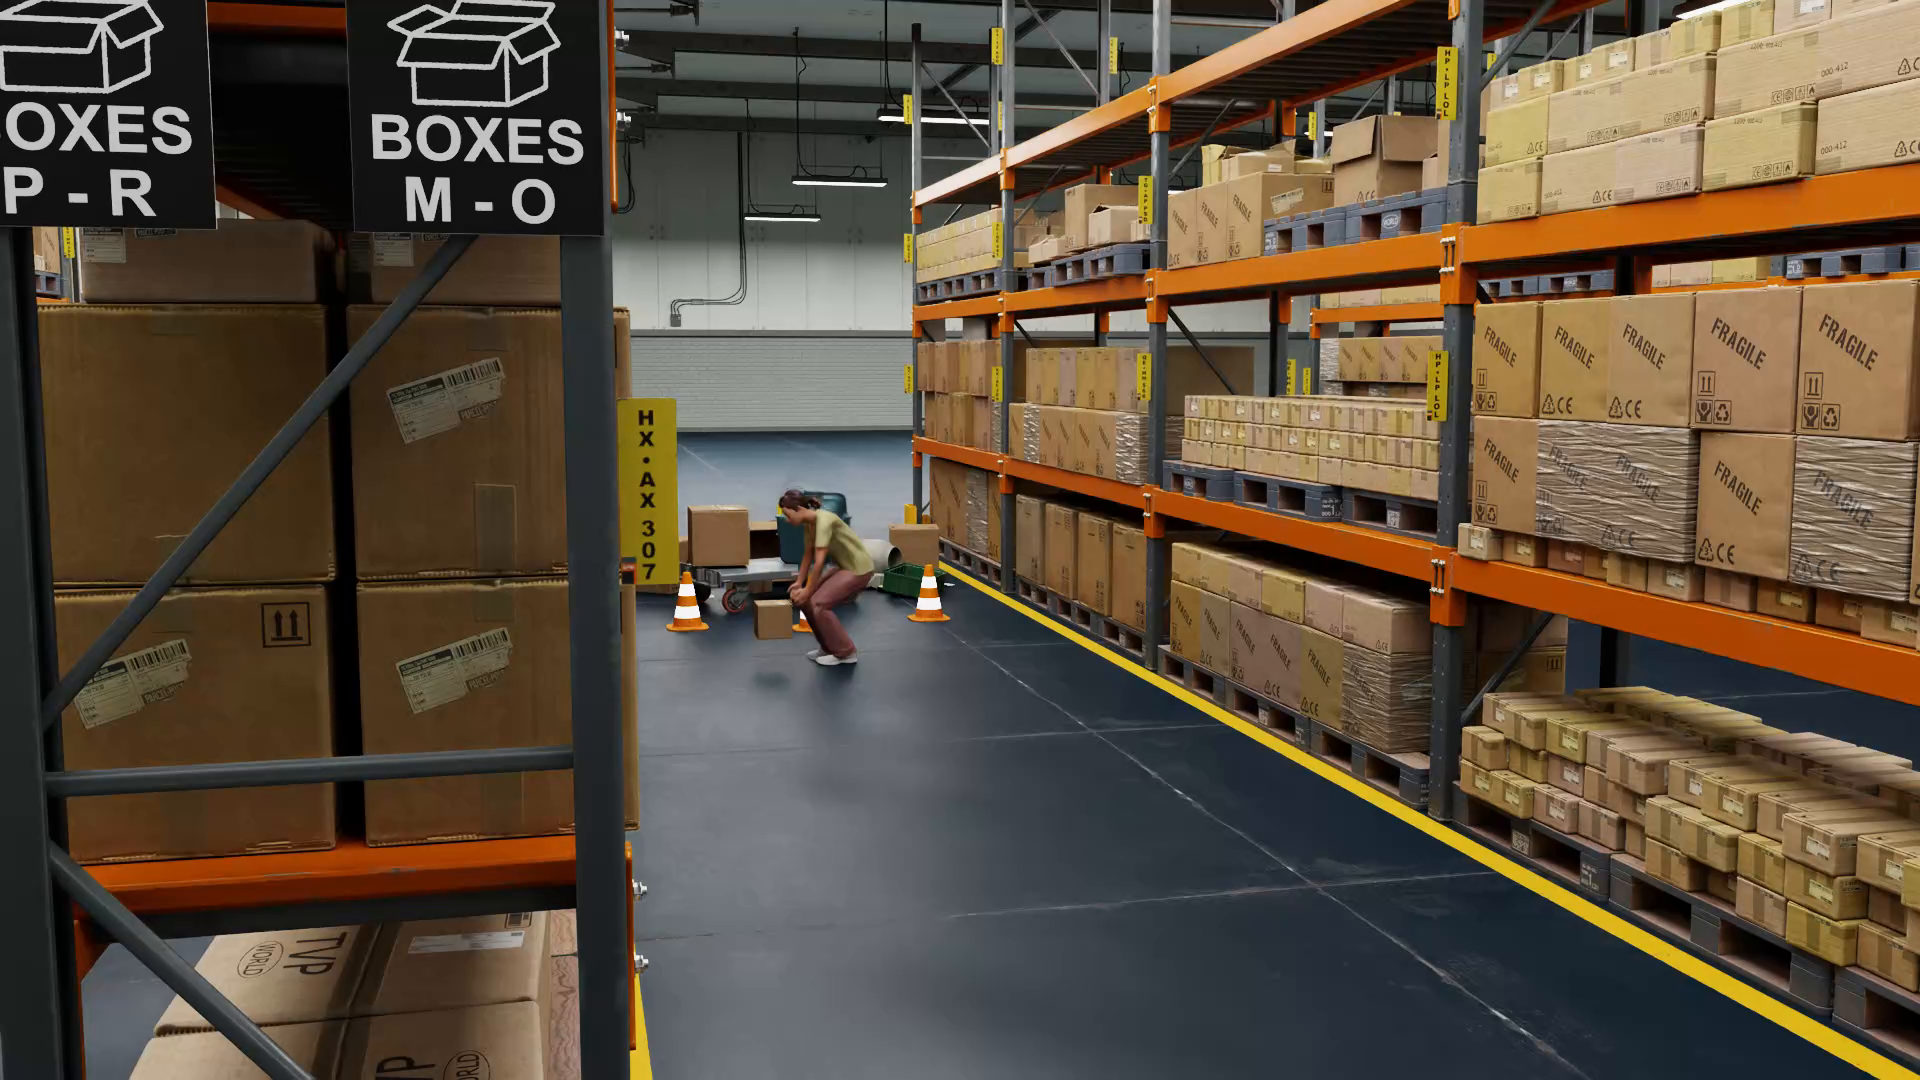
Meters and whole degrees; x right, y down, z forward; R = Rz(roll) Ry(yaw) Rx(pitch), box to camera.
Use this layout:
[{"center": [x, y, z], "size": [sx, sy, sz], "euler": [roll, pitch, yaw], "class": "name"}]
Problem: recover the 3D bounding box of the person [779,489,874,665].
[{"center": [-0.968, 0.263, 12.087], "size": [0.692, 1.278, 0.512], "euler": [-2, 6, -14], "class": "person"}]
